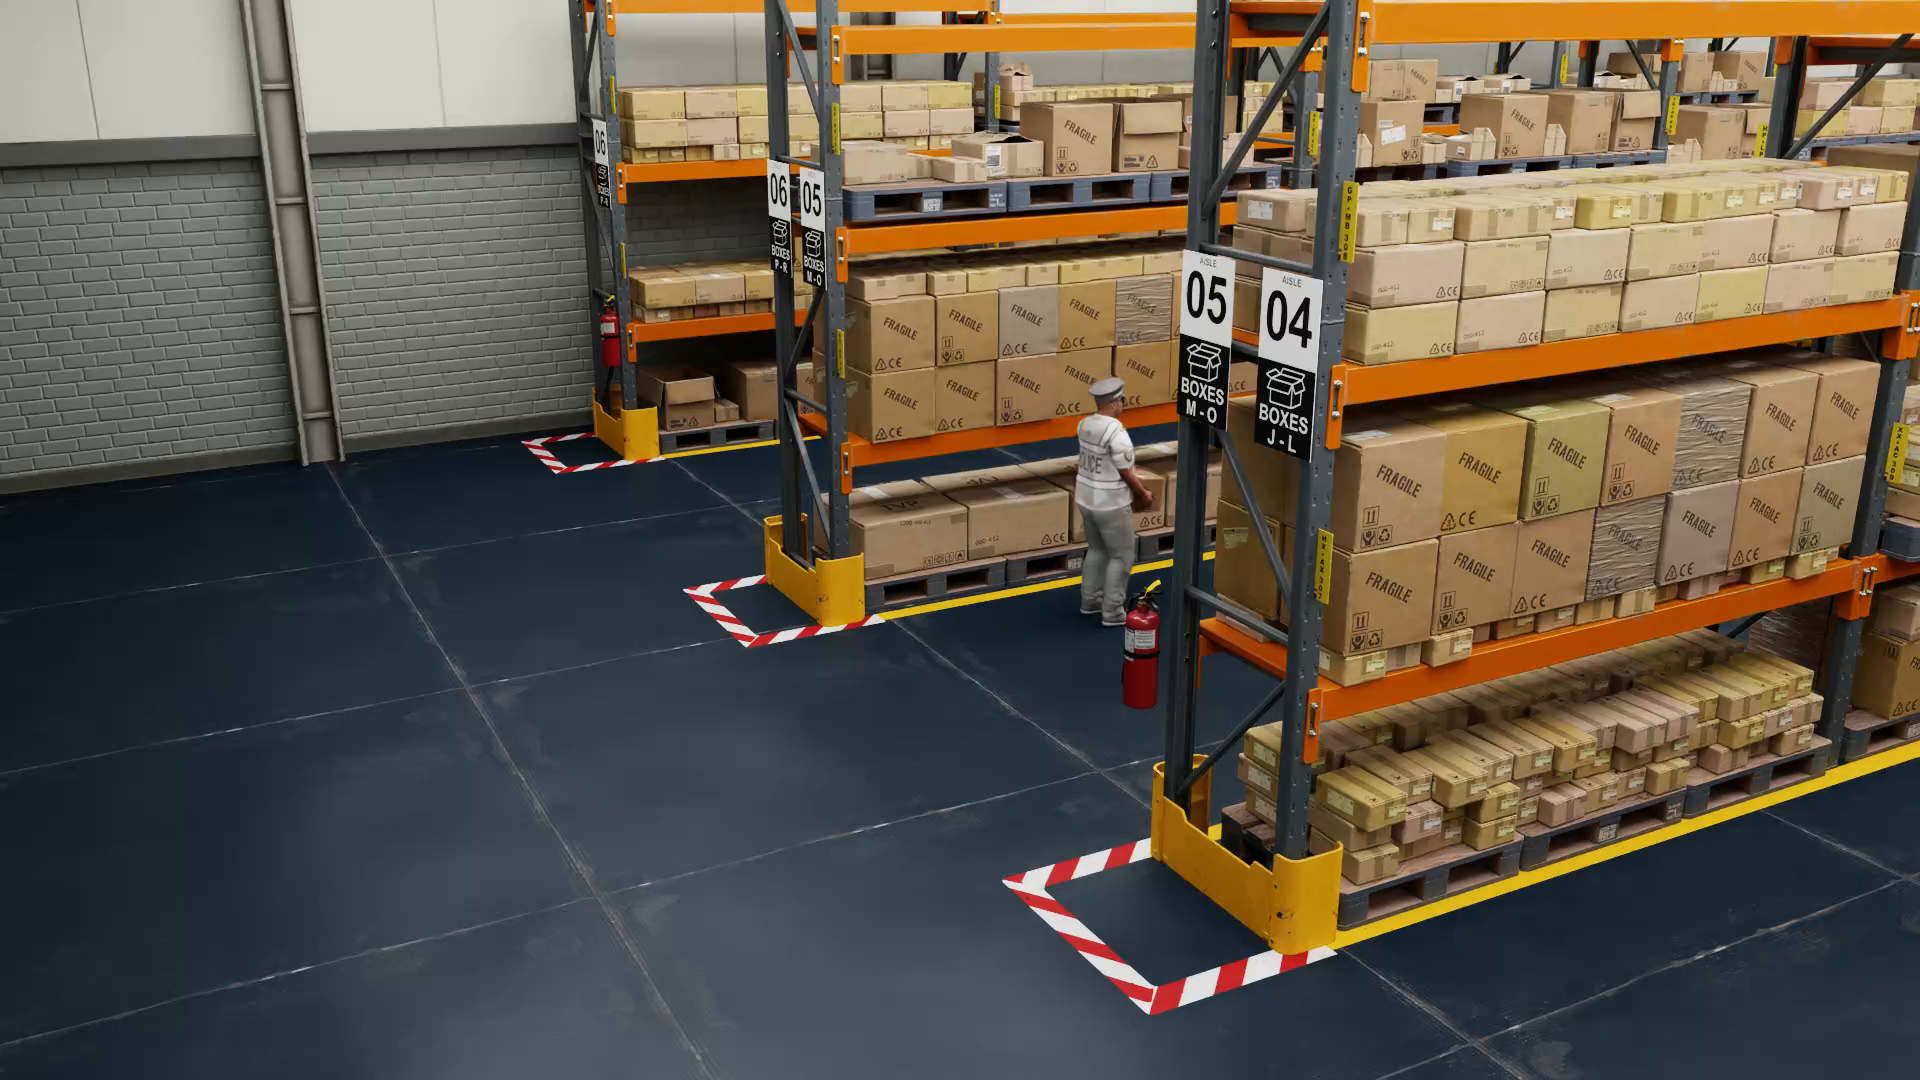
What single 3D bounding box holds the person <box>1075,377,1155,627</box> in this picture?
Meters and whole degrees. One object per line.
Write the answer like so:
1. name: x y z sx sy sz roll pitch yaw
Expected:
1. person: 1.098 -0.287 11.872 0.525 1.773 0.527 -10 21 -27
